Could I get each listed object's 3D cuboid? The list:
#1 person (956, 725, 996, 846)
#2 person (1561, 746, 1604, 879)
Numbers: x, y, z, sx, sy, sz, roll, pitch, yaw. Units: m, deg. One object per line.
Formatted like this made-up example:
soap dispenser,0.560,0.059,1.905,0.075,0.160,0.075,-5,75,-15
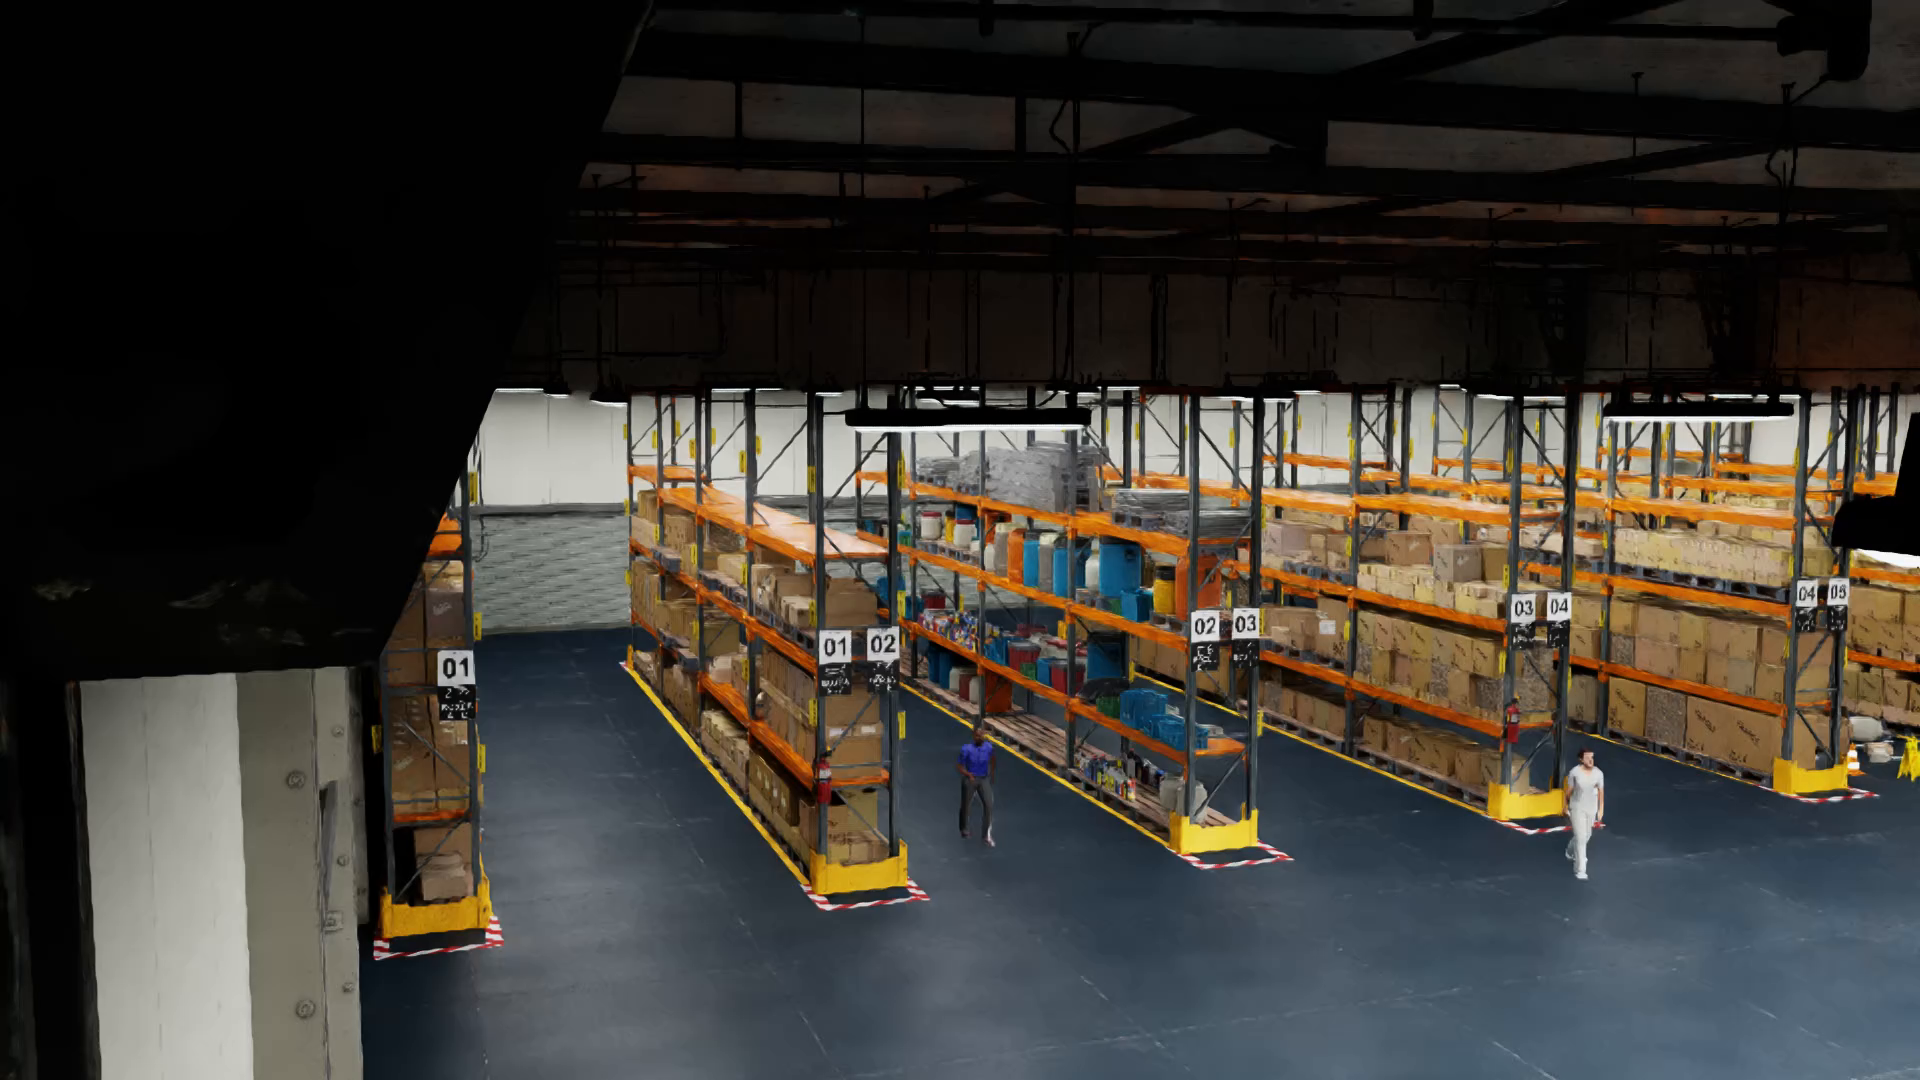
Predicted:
person,0.222,3.243,22.292,0.603,1.590,0.831,-1,6,-14
person,7.817,3.369,20.854,0.463,1.620,0.924,0,6,-3
